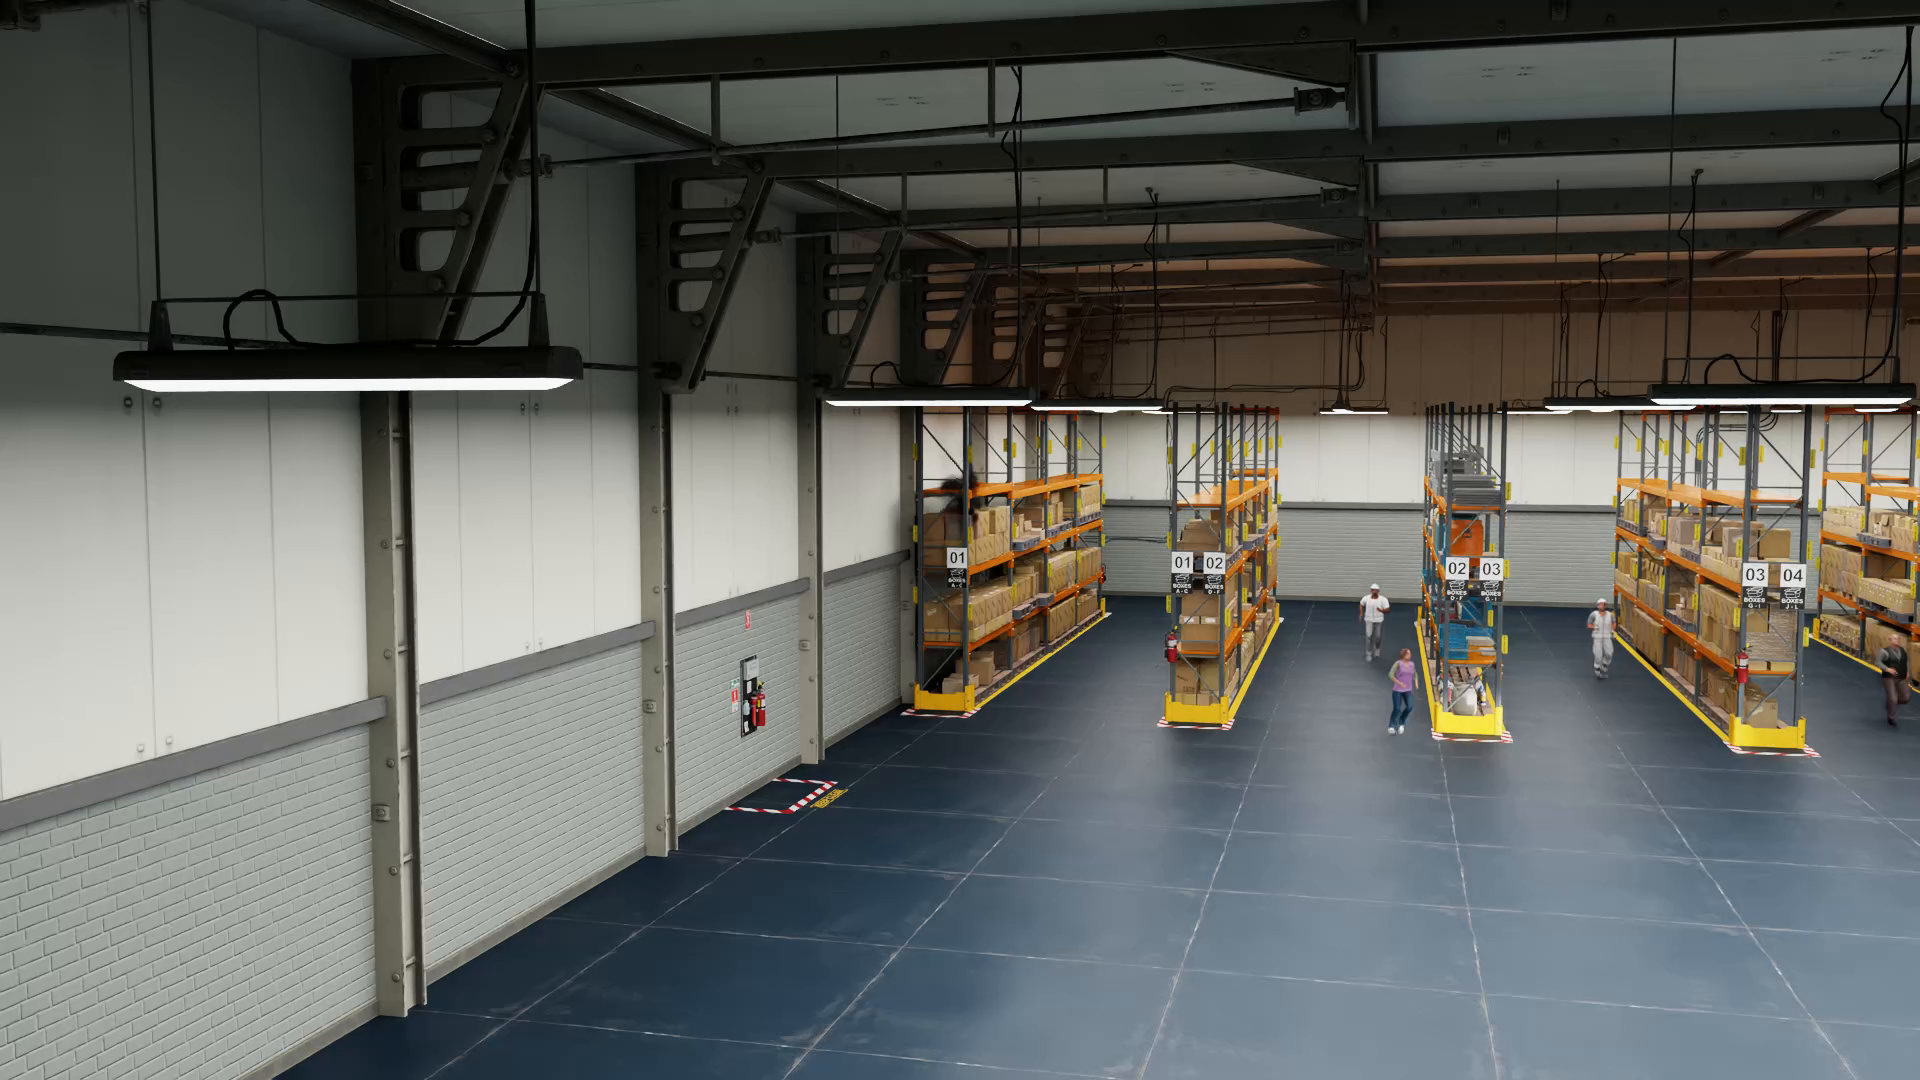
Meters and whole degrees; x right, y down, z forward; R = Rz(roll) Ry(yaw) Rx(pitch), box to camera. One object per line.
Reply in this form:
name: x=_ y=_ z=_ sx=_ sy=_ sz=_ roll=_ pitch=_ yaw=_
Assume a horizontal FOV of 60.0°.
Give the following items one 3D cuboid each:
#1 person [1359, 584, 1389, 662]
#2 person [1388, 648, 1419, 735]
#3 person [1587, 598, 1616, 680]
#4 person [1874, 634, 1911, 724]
person: x=9.746 y=1.921 z=39.138 sx=0.692 sy=1.781 sz=0.922 roll=1 pitch=4 yaw=16
person: x=7.998 y=2.727 z=29.930 sx=0.615 sy=1.561 sz=0.563 roll=-1 pitch=4 yaw=-9
person: x=13.989 y=2.164 z=36.176 sx=0.636 sy=1.772 sz=0.626 roll=1 pitch=4 yaw=10
person: x=17.433 y=2.596 z=31.024 sx=0.711 sy=1.683 sz=0.558 roll=0 pitch=4 yaw=-2
